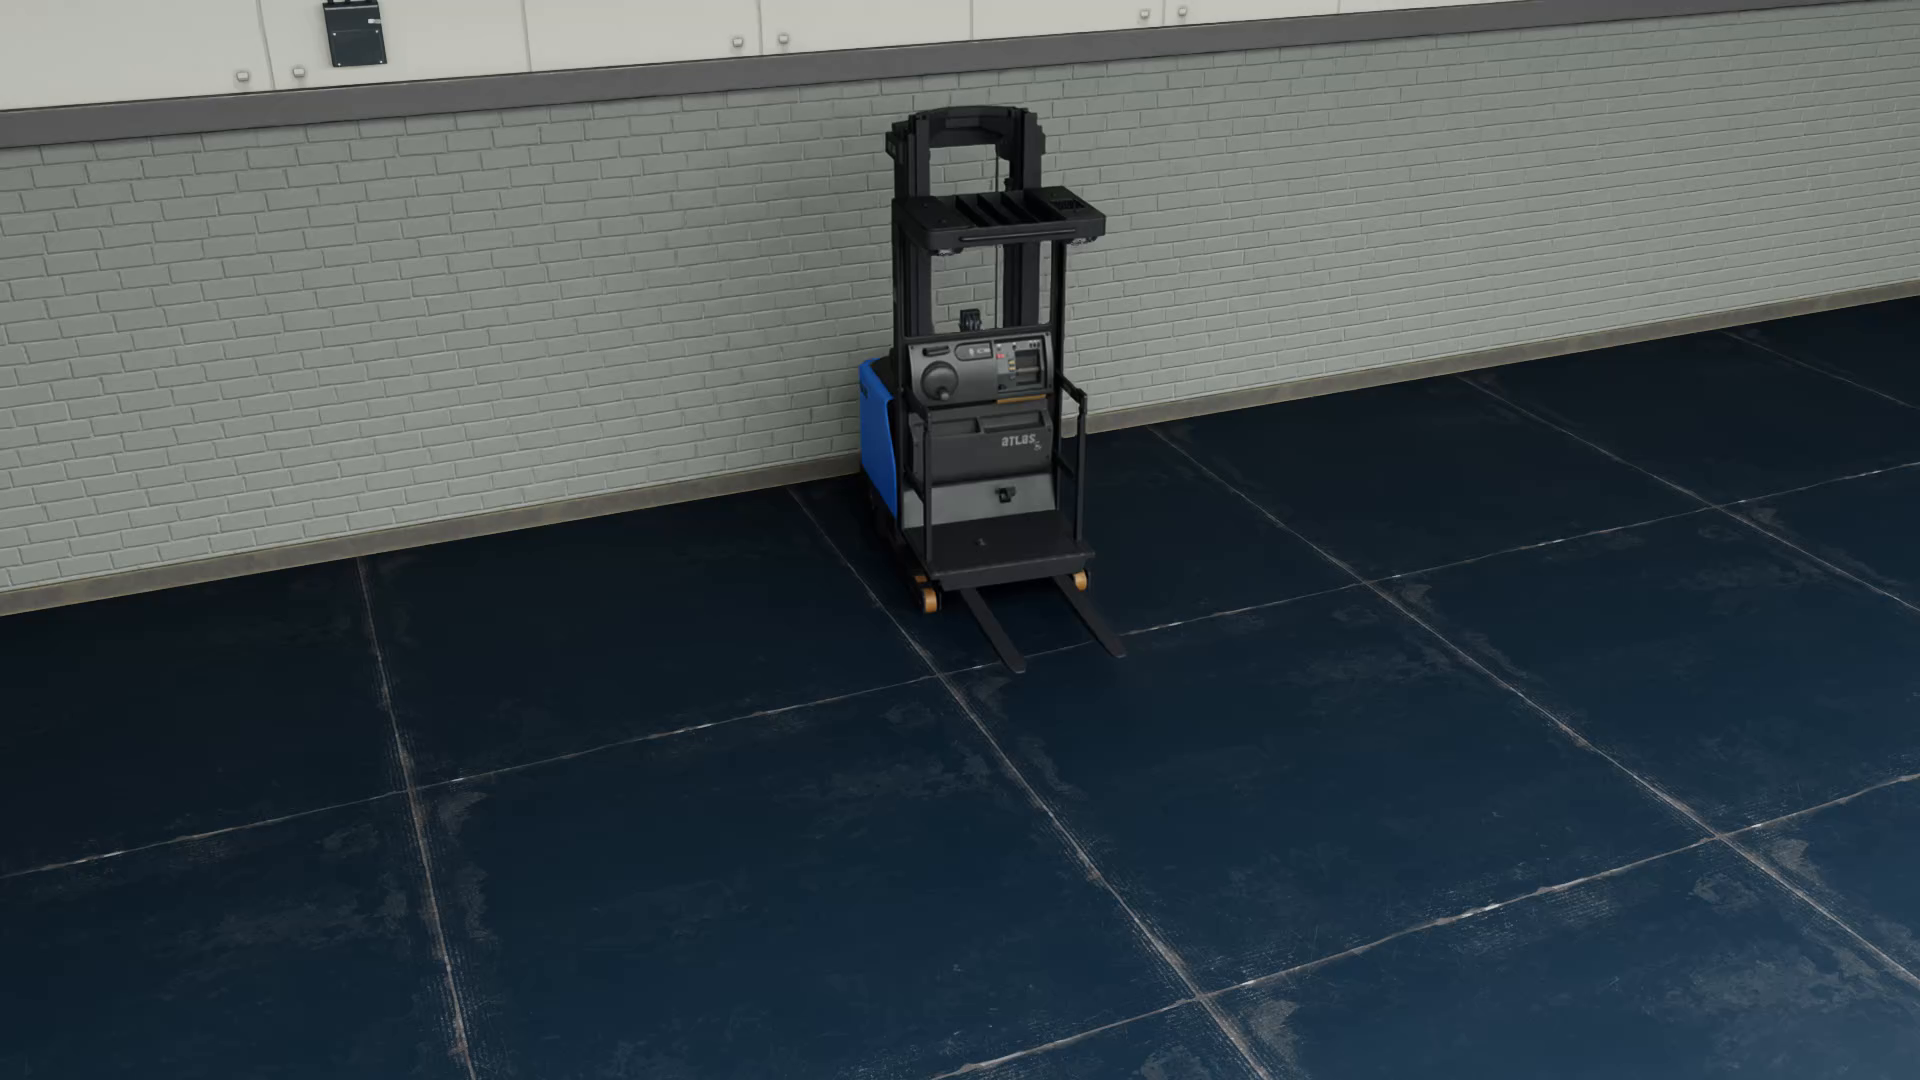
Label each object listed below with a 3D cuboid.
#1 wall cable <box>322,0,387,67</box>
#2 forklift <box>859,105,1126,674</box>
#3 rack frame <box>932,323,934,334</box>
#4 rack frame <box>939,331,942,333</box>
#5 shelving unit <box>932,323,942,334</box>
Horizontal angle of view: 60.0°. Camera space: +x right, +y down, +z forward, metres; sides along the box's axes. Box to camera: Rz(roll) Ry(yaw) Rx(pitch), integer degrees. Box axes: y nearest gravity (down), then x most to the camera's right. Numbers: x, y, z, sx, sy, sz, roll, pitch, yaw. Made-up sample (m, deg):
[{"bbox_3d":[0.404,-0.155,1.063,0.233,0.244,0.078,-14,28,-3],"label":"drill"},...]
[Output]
[{"bbox_3d":[-2.653,-5.701,8.941,2.305,6.003,0.169,-11,28,-21],"label":"wall cable"},{"bbox_3d":[0.197,-1.047,10.199,1.130,2.935,3.031,-8,27,-15],"label":"forklift"},{"bbox_3d":[-0.298,-0.985,12.046,0.240,1.200,0.006,-8,27,-15],"label":"rack frame"},{"bbox_3d":[-0.245,-0.908,11.889,0.240,1.200,0.006,-8,27,-15],"label":"rack frame"},{"bbox_3d":[-0.272,-0.947,11.967,0.258,1.200,0.189,-8,27,-15],"label":"shelving unit"}]
